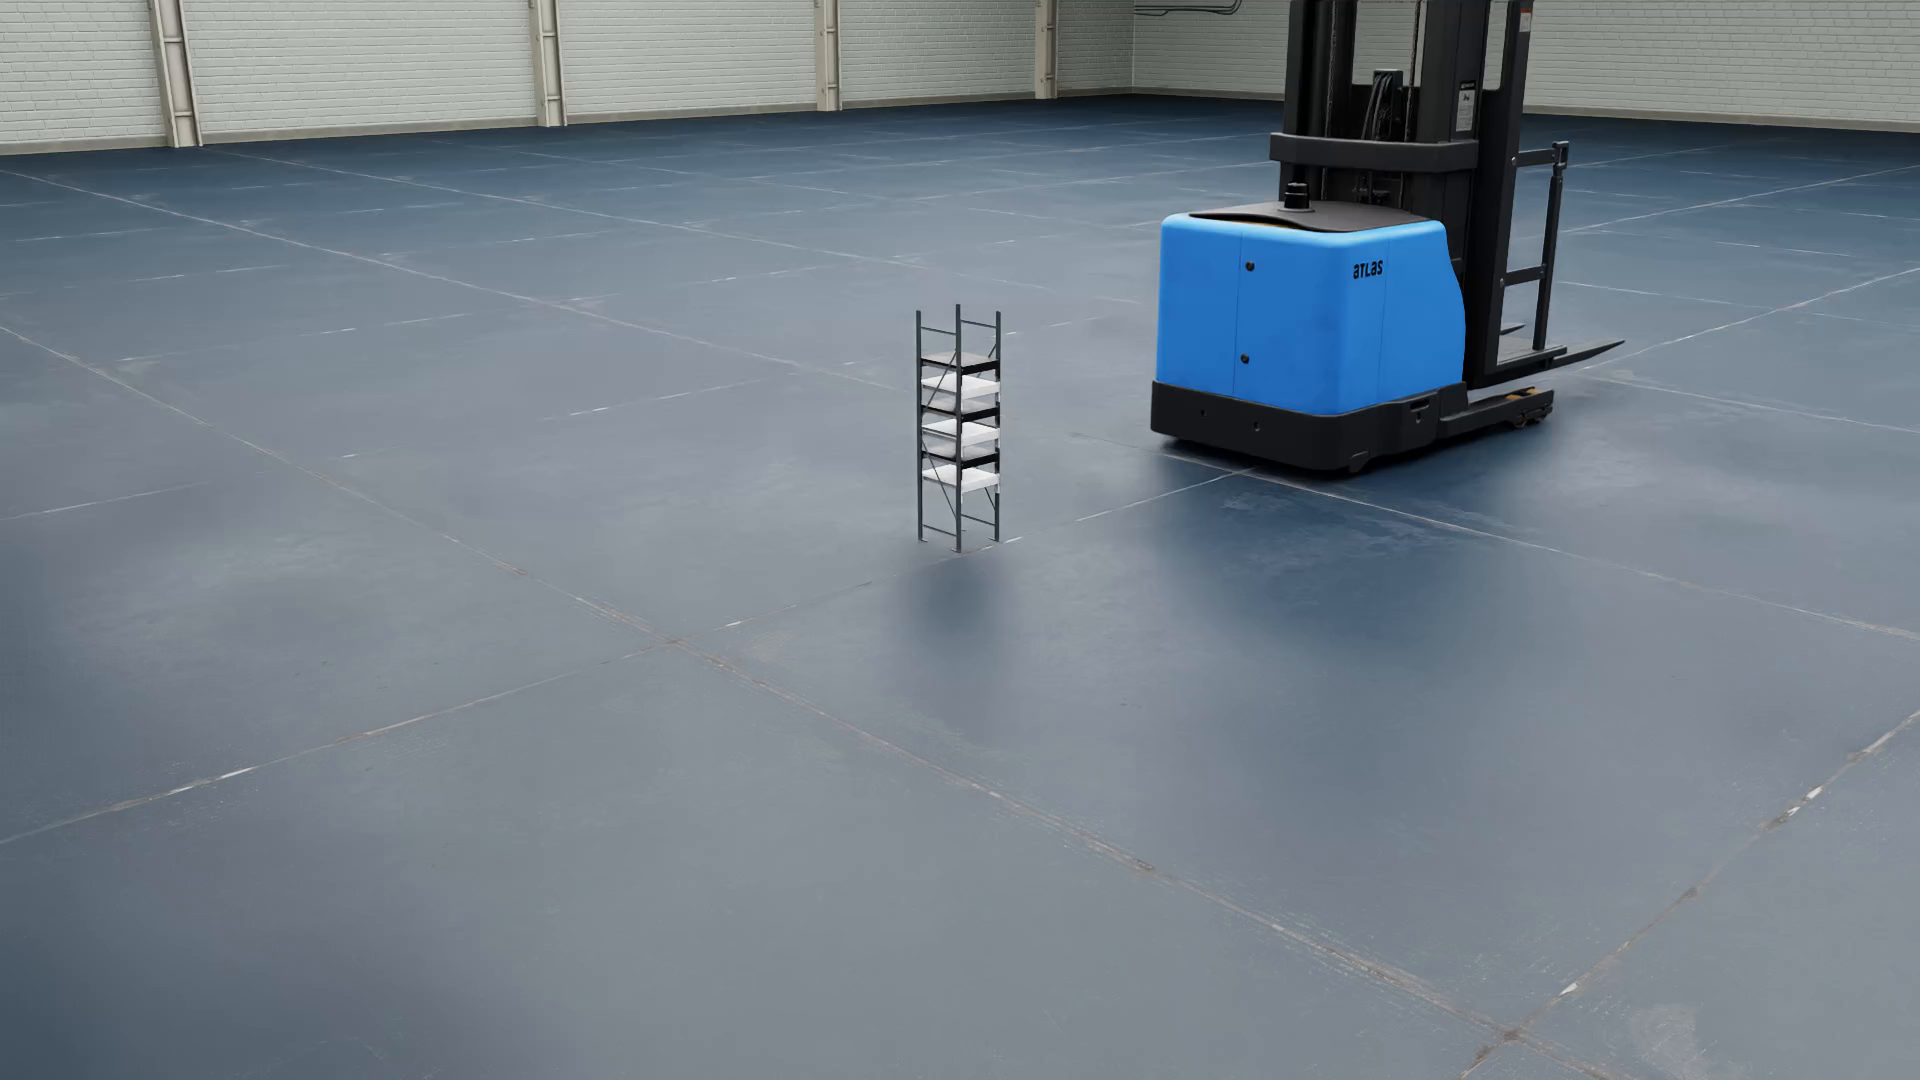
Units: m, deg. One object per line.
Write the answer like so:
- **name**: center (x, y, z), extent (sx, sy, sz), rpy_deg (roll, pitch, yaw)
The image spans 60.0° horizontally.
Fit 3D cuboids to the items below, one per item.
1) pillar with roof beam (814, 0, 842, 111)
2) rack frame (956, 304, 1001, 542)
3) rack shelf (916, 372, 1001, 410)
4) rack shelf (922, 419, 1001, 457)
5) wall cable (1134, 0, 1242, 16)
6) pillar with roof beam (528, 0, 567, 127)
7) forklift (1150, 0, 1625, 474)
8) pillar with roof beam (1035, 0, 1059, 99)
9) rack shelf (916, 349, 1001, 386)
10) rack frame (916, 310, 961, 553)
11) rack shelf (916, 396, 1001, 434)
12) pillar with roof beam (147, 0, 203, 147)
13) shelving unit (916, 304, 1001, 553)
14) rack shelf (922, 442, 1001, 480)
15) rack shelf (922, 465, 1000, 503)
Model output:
- **pillar with roof beam**: center (0.447, -11.571, 27.582), extent (0.400, 9.000, 9.100), rpy_deg (-16, 24, -41)
- **rack frame**: center (0.068, -0.448, 6.407), extent (0.006, 0.900, 0.240), rpy_deg (-16, 24, -41)
- **rack shelf**: center (-0.006, -0.566, 6.295), extent (0.200, 0.077, 0.258), rpy_deg (-16, 24, -41)
- **rack shelf**: center (-0.006, -0.395, 6.351), extent (0.200, 0.077, 0.258), rpy_deg (-16, 24, -41)
- **wall cable**: center (4.898, -12.658, 35.969), extent (0.112, 2.526, 3.097), rpy_deg (-16, 24, -41)
- **pillar with roof beam**: center (-3.912, -10.300, 23.661), extent (0.400, 9.000, 9.100), rpy_deg (-16, 24, -41)
- **forklift**: center (2.328, -2.047, 8.047), extent (3.031, 2.935, 1.130), rpy_deg (-16, 24, -40)
- **pillar with roof beam**: center (4.807, -12.842, 31.503), extent (0.400, 9.000, 9.100), rpy_deg (-16, 24, -41)
- **rack shelf**: center (-0.006, -0.651, 6.268), extent (0.200, 0.077, 0.258), rpy_deg (-16, 24, -41)
- **rack frame**: center (-0.080, -0.405, 6.274), extent (0.006, 0.900, 0.240), rpy_deg (-16, 24, -41)
- **rack shelf**: center (-0.006, -0.480, 6.323), extent (0.200, 0.077, 0.258), rpy_deg (-16, 24, -41)
- **pillar with roof beam**: center (-8.272, -9.028, 19.739), extent (0.400, 9.000, 9.100), rpy_deg (-16, 24, -41)
- **shelving unit**: center (-0.006, -0.426, 6.341), extent (0.210, 0.900, 0.258), rpy_deg (-16, 24, -41)
- **rack shelf**: center (-0.006, -0.309, 6.379), extent (0.200, 0.077, 0.258), rpy_deg (-16, 24, -41)
- **rack shelf**: center (-0.006, -0.223, 6.406), extent (0.200, 0.077, 0.258), rpy_deg (-16, 24, -41)
